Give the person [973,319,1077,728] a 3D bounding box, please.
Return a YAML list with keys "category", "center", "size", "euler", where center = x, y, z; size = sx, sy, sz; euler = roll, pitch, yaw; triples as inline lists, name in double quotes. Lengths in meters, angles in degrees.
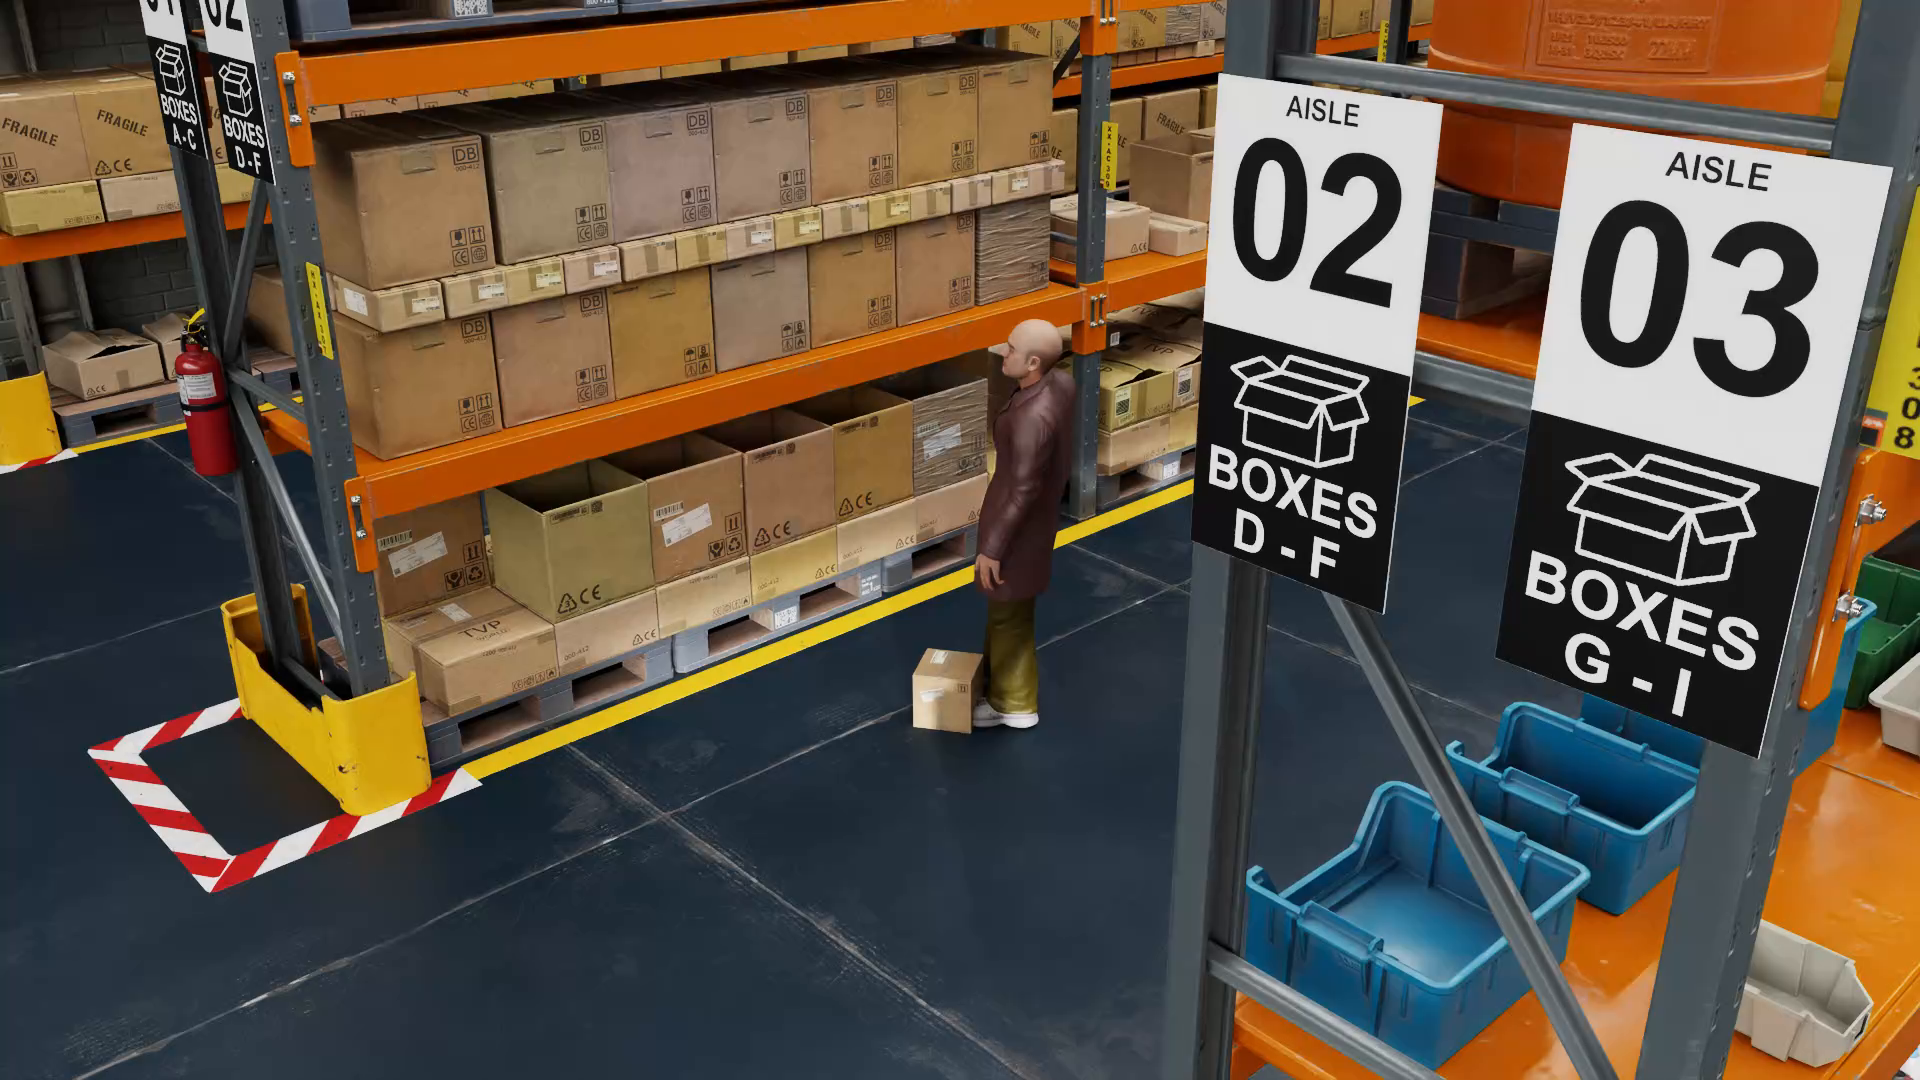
- category: "person"
  center: [0.145, -0.055, 6.722]
  size: [0.582, 1.776, 0.695]
  euler: [6, 25, 14]
